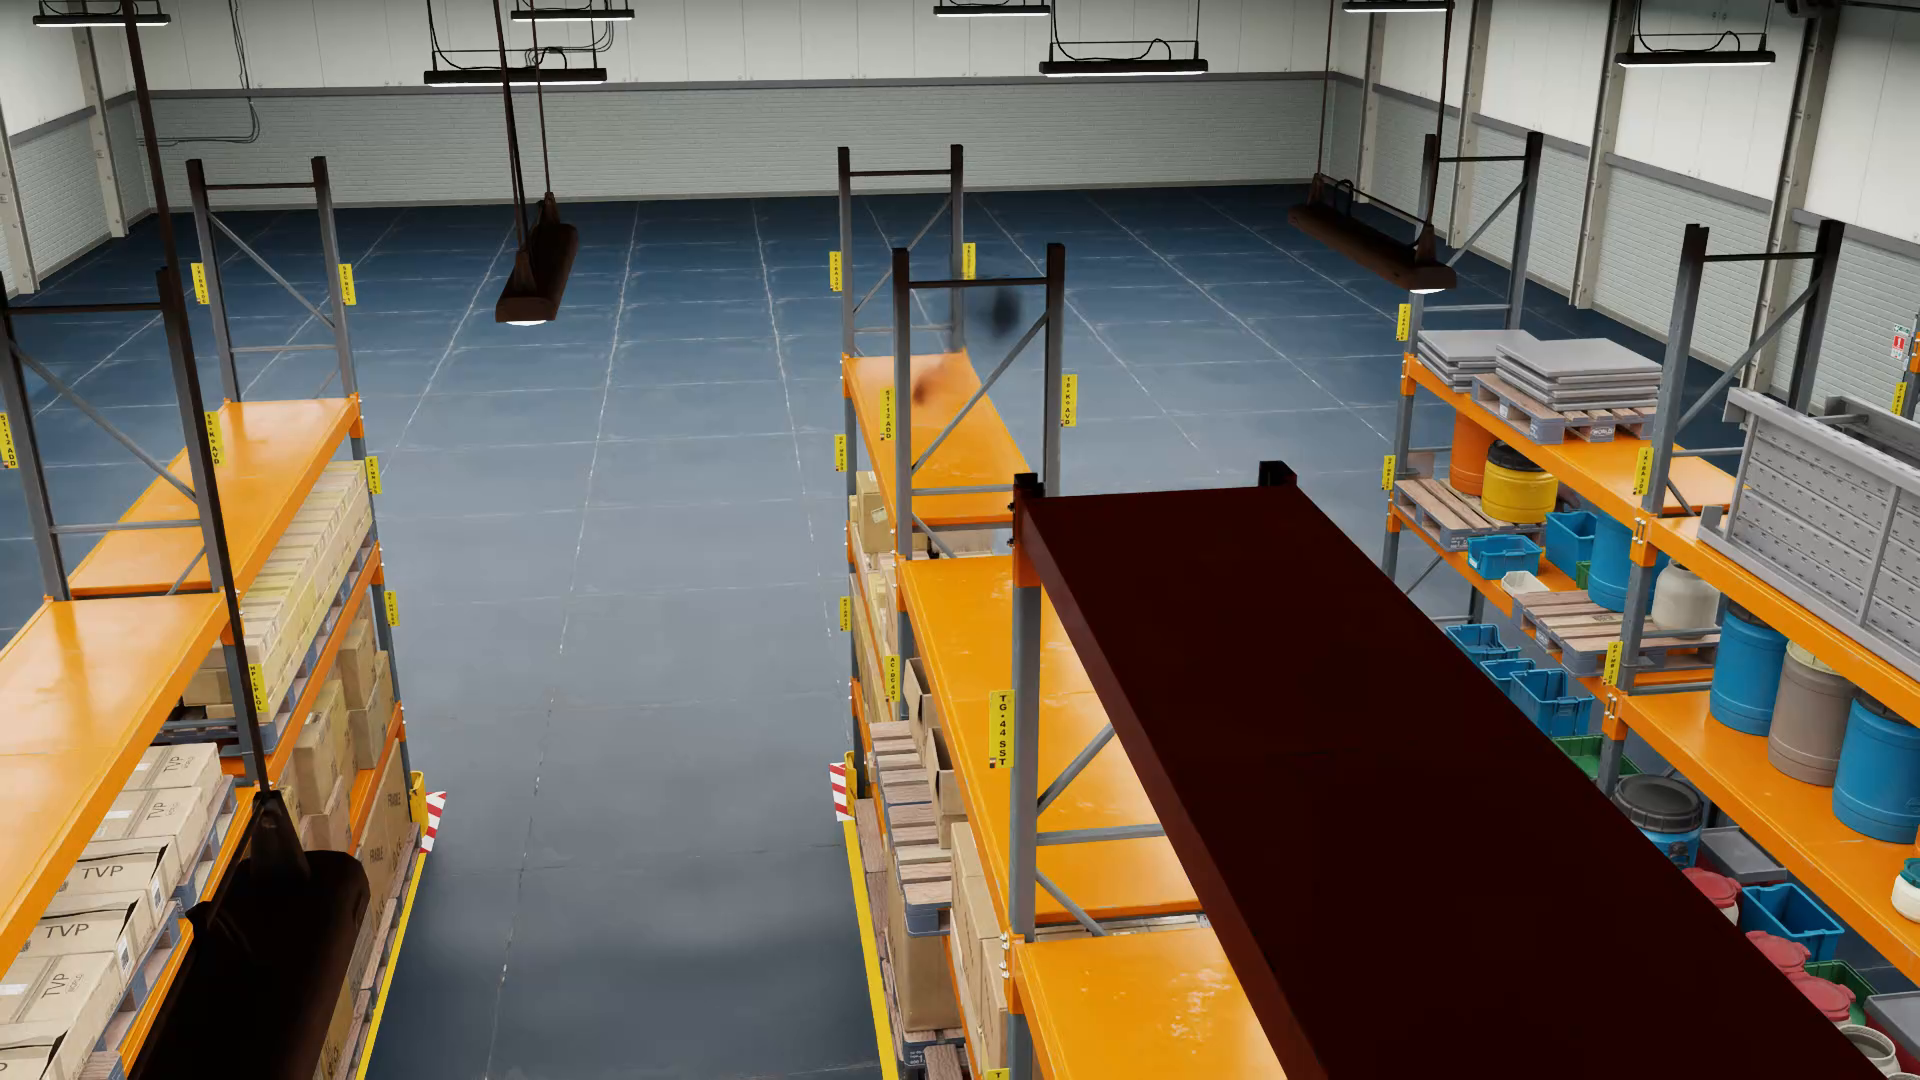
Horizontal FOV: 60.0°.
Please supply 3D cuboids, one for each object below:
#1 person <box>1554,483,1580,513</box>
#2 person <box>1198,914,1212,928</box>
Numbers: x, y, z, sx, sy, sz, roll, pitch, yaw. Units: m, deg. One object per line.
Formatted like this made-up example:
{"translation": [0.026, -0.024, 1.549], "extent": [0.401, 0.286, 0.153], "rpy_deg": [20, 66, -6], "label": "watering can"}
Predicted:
{"translation": [6.869, -0.072, 19.421], "extent": [0.882, 1.765, 0.752], "rpy_deg": [5, 22, 11], "label": "person"}
{"translation": [1.899, 3.056, 11.562], "extent": [0.738, 1.764, 0.764], "rpy_deg": [-4, 22, -9], "label": "person"}
